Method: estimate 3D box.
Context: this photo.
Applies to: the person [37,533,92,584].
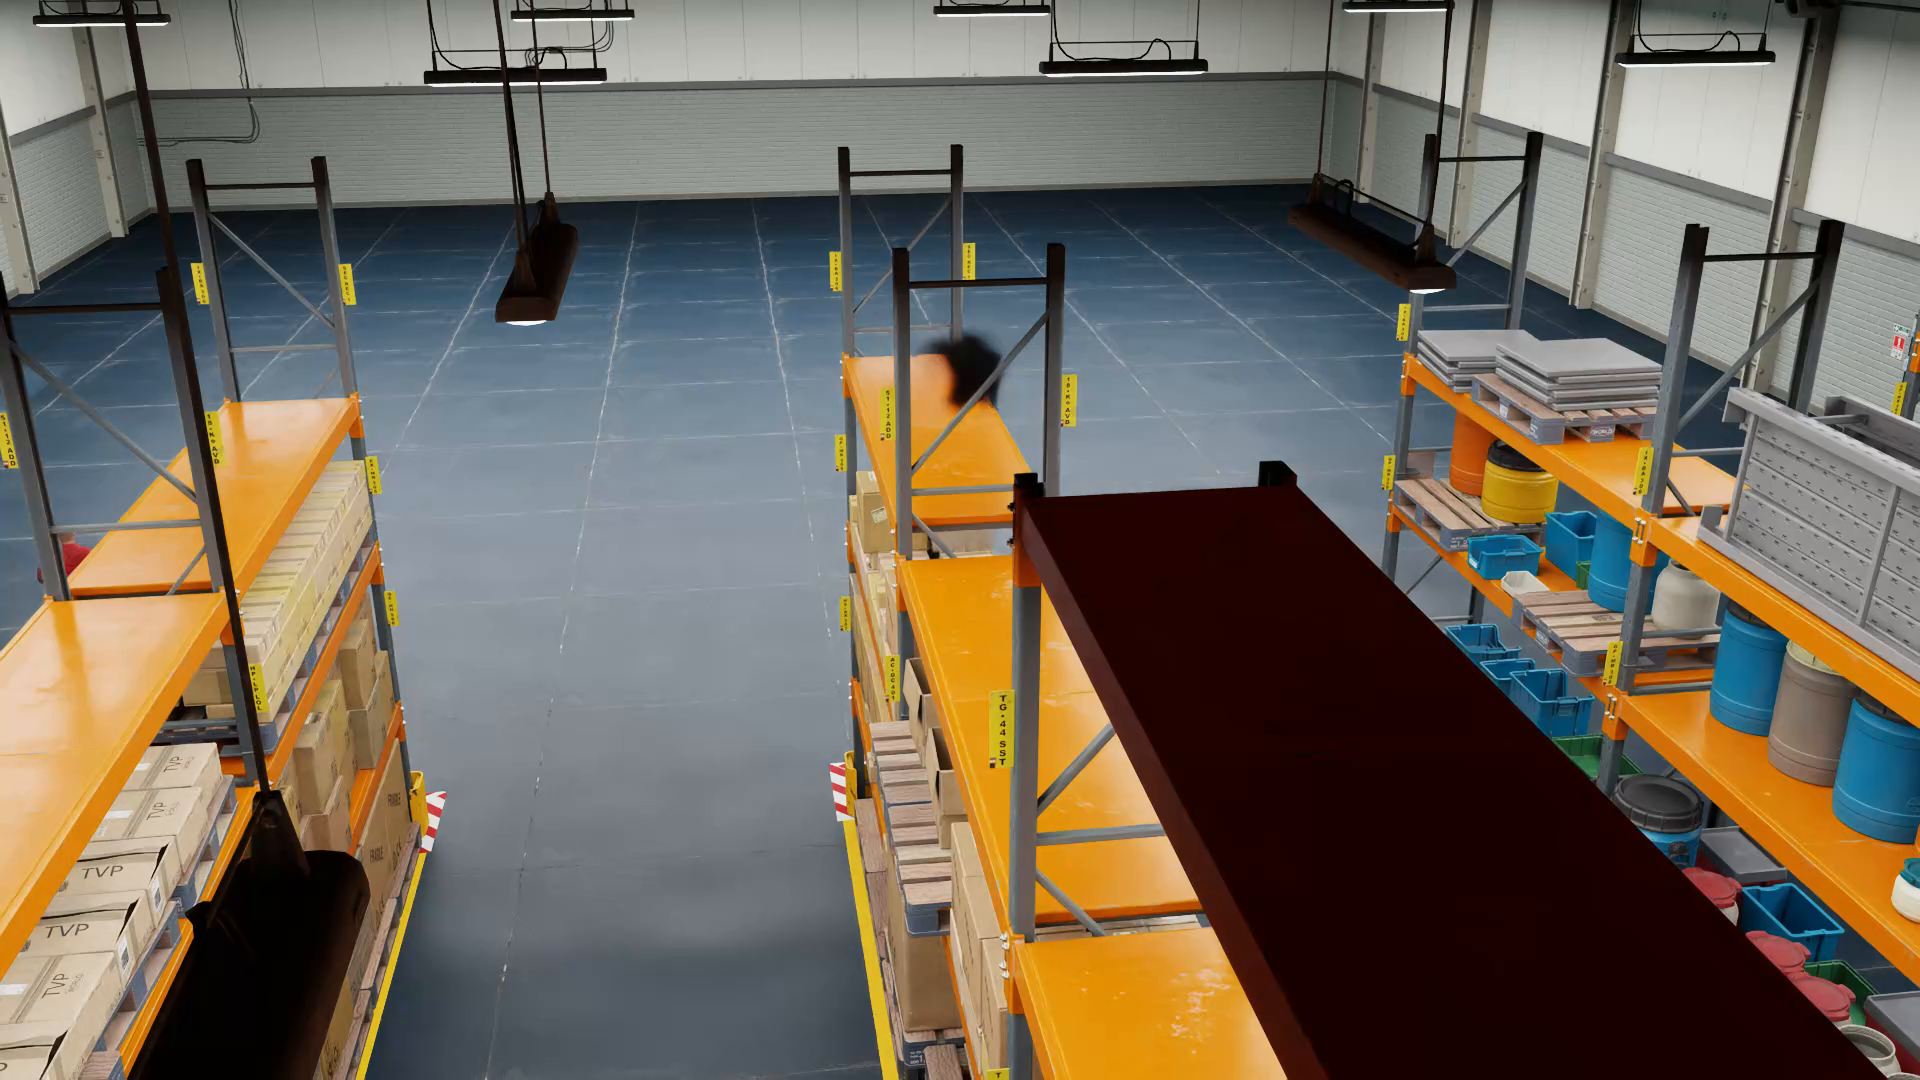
[{"bbox_3d":[-9.322,0.701,17.574,0.627,1.709,0.841,-13,25,-29],"label":"person"}]
